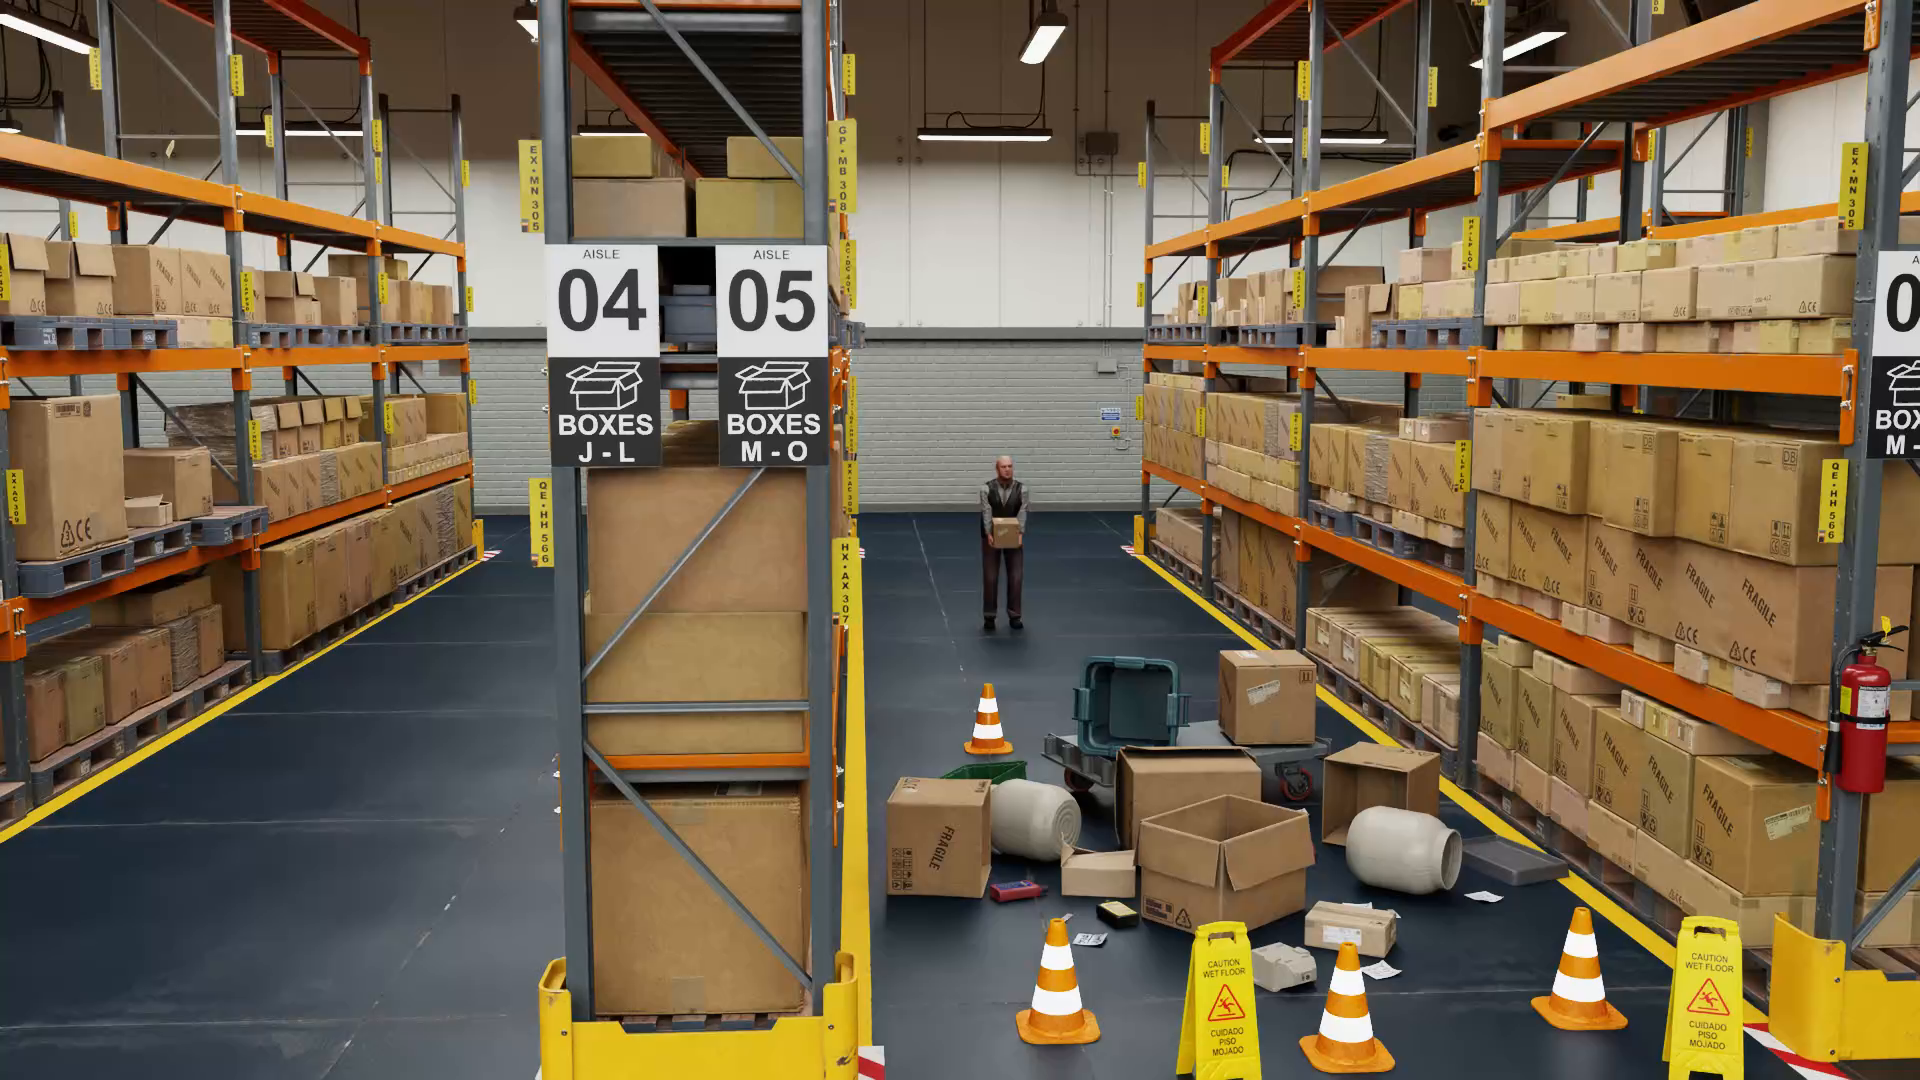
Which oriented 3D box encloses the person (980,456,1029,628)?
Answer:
[{"bbox_3d":[0.450,0.029,16.632,0.494,1.720,0.563,-1,7,-5],"label":"person"}]
